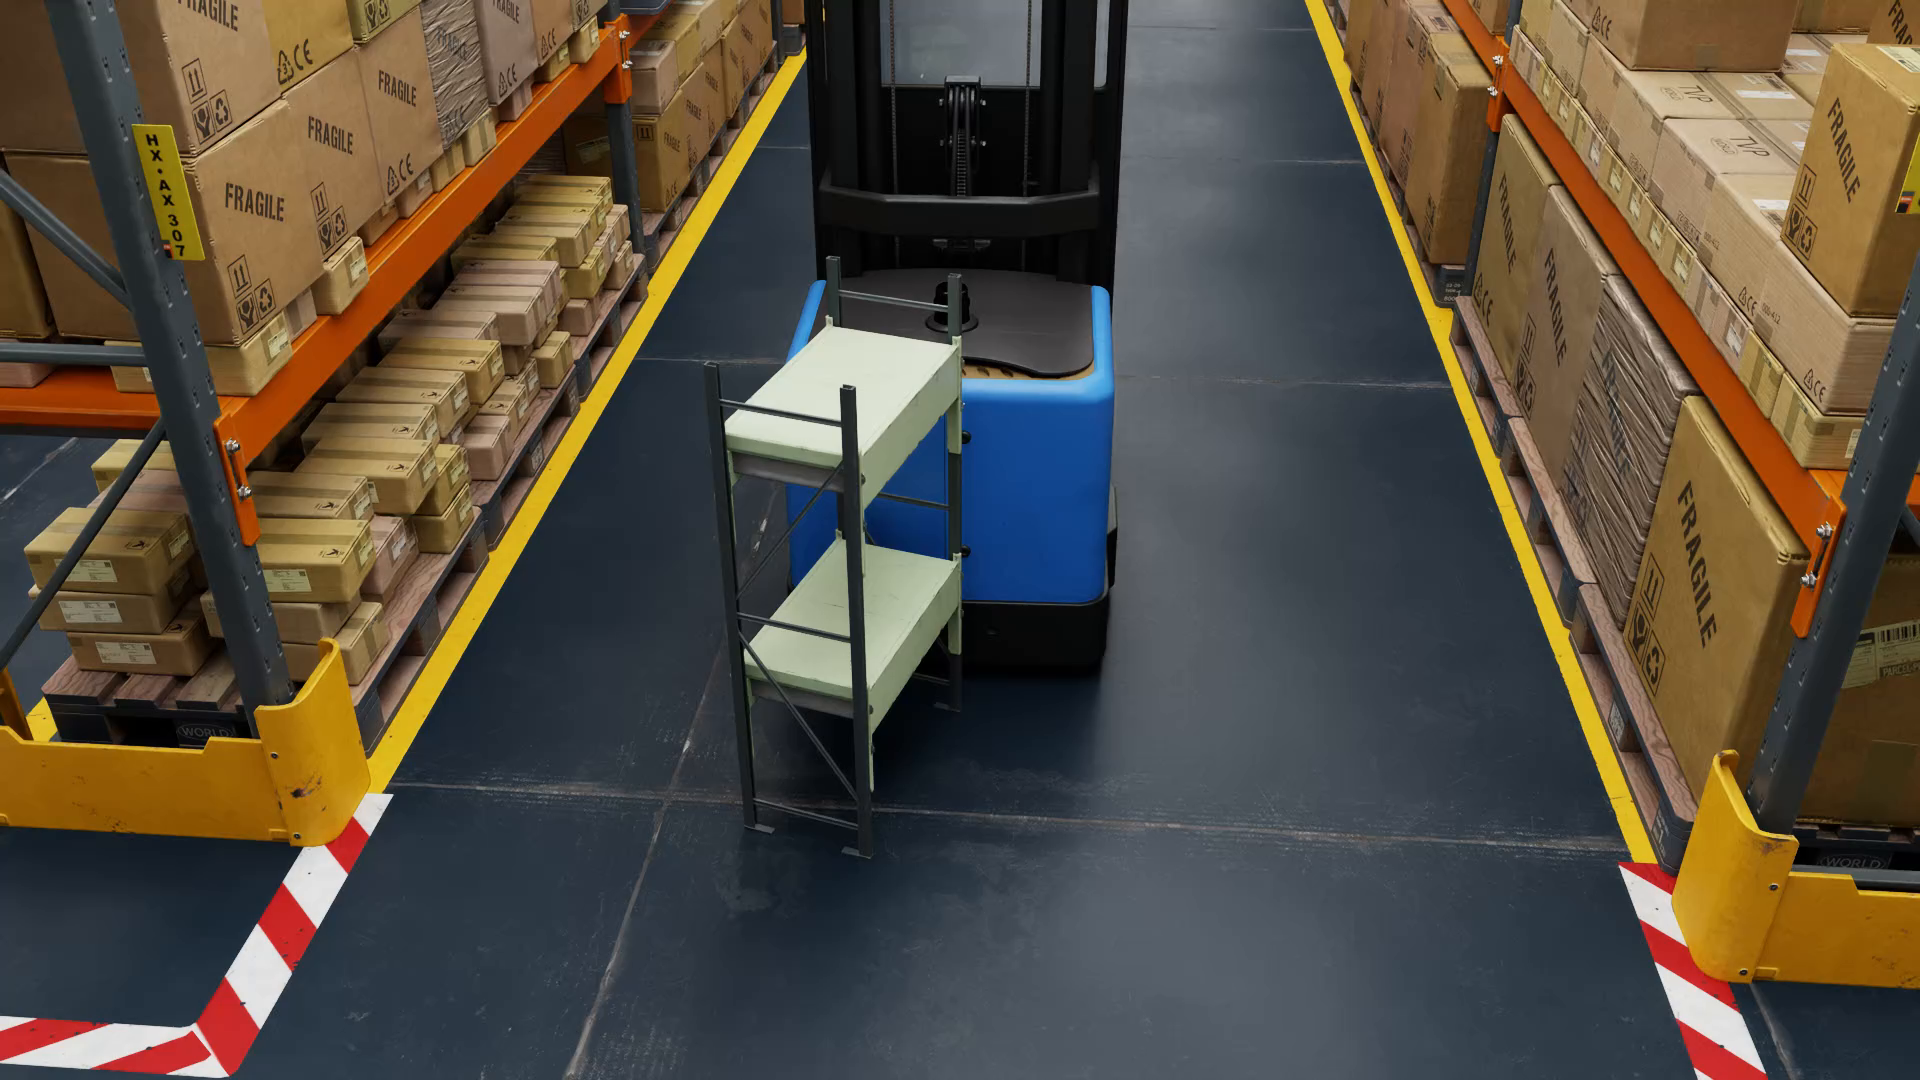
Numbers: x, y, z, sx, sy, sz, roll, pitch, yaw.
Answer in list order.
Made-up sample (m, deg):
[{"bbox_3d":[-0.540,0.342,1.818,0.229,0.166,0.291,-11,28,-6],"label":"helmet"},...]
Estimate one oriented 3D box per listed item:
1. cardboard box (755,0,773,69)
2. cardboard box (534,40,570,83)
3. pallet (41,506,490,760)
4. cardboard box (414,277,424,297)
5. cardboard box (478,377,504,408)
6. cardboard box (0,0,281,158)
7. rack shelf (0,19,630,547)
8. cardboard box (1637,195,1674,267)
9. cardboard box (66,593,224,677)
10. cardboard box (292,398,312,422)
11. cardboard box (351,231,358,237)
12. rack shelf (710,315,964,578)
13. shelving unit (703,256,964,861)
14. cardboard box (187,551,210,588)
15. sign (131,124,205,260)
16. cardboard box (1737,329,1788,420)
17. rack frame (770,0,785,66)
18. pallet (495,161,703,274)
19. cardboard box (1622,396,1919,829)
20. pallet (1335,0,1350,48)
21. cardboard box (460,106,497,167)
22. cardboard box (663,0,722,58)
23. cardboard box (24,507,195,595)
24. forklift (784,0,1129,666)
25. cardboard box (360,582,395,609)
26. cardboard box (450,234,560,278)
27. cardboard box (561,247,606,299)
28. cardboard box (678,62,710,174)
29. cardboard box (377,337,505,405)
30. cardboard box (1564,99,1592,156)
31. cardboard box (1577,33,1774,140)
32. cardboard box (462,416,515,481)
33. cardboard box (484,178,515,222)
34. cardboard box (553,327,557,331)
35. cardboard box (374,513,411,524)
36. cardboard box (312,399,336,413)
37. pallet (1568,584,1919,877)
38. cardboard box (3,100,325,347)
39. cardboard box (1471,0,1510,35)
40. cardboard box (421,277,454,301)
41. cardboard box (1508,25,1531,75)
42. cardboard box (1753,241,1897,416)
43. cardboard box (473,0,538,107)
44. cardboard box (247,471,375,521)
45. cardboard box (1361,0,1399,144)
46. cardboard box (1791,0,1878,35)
[{"bbox_3d":[-1.529,-3.404,10.896,0.500,0.500,0.500,2,32,4],"label":"cardboard box"},{"bbox_3d":[-1.845,-2.010,6.892,0.380,0.149,0.250,4,32,6],"label":"cardboard box"},{"bbox_3d":[-2.280,0.263,5.622,1.003,0.211,1.213,2,32,4],"label":"pallet"},{"bbox_3d":[-2.450,-1.057,6.856,0.380,0.149,0.250,3,32,5],"label":"cardboard box"},{"bbox_3d":[-2.010,-0.645,6.472,0.380,0.149,0.250,4,32,6],"label":"cardboard box"},{"bbox_3d":[-2.086,-1.280,4.135,0.500,0.500,0.500,2,32,4],"label":"cardboard box"},{"bbox_3d":[-2.224,-1.201,6.025,1.077,0.370,4.000,2,32,4],"label":"rack shelf"},{"bbox_3d":[2.351,-0.960,5.188,0.380,0.149,0.250,3,32,4],"label":"cardboard box"},{"bbox_3d":[-2.552,0.289,5.238,0.380,0.149,0.250,3,32,5],"label":"cardboard box"},{"bbox_3d":[-2.574,-0.513,5.973,0.380,0.149,0.250,4,32,6],"label":"cardboard box"},{"bbox_3d":[-2.095,-0.924,5.130,0.380,0.149,0.250,4,32,6],"label":"cardboard box"},{"bbox_3d":[-0.313,-0.274,4.522,0.431,0.370,0.720,11,33,17],"label":"rack shelf"},{"bbox_3d":[-0.313,0.058,4.727,0.431,1.500,0.755,11,33,17],"label":"shelving unit"},{"bbox_3d":[-2.554,0.024,5.385,0.380,0.149,0.250,2,32,3],"label":"cardboard box"},{"bbox_3d":[-1.846,-0.807,3.875,0.100,0.325,0.005,2,32,4],"label":"sign"},{"bbox_3d":[2.268,-0.426,4.321,0.380,0.149,0.250,3,32,4],"label":"cardboard box"},{"bbox_3d":[-1.736,-4.644,10.927,1.000,3.000,0.127,2,32,4],"label":"rack frame"},{"bbox_3d":[-2.000,-1.773,8.926,1.003,0.211,1.213,2,32,4],"label":"pallet"},{"bbox_3d":[2.520,0.191,4.706,0.875,0.875,0.875,2,32,4],"label":"cardboard box"},{"bbox_3d":[3.264,-3.601,11.892,1.003,0.211,1.213,2,32,4],"label":"pallet"},{"bbox_3d":[-1.907,-1.466,6.009,0.380,0.149,0.250,3,32,5],"label":"cardboard box"},{"bbox_3d":[-1.651,-2.907,9.375,0.500,0.250,0.500,4,32,6],"label":"cardboard box"},{"bbox_3d":[-2.597,0.033,5.088,0.380,0.149,0.250,3,32,5],"label":"cardboard box"},{"bbox_3d":[0.034,-1.578,6.017,1.130,2.935,3.031,2,32,3],"label":"forklift"},{"bbox_3d":[-2.086,0.173,5.427,0.380,0.149,0.250,2,32,4],"label":"cardboard box"},{"bbox_3d":[-1.924,-1.176,7.049,0.380,0.149,0.250,3,32,6],"label":"cardboard box"},{"bbox_3d":[-1.784,-1.183,7.345,0.380,0.149,0.250,1,32,2],"label":"cardboard box"},{"bbox_3d":[-1.696,-2.319,9.137,0.500,0.500,0.500,4,32,6],"label":"cardboard box"},{"bbox_3d":[-1.919,-0.628,6.160,0.380,0.149,0.250,3,32,5],"label":"cardboard box"},{"bbox_3d":[2.436,-1.494,6.055,0.380,0.149,0.250,2,32,3],"label":"cardboard box"},{"bbox_3d":[2.492,-1.586,5.823,0.500,0.250,0.500,3,32,5],"label":"cardboard box"},{"bbox_3d":[-1.910,-0.350,6.276,0.380,0.149,0.250,1,32,2],"label":"cardboard box"},{"bbox_3d":[-2.296,-1.600,7.737,0.380,0.149,0.250,4,32,6],"label":"cardboard box"},{"bbox_3d":[-1.958,-0.893,7.156,0.380,0.149,0.250,2,32,3],"label":"cardboard box"},{"bbox_3d":[-2.078,-0.089,5.568,0.380,0.149,0.250,3,32,5],"label":"cardboard box"},{"bbox_3d":[-2.520,-0.518,6.264,0.380,0.149,0.250,4,32,6],"label":"cardboard box"},{"bbox_3d":[2.535,0.569,5.125,1.003,0.211,1.213,2,32,4],"label":"pallet"},{"bbox_3d":[-2.075,-0.853,4.397,0.500,0.500,0.500,4,32,6],"label":"cardboard box"},{"bbox_3d":[2.640,-2.587,7.493,0.500,0.500,0.500,3,32,4],"label":"cardboard box"},{"bbox_3d":[-2.350,-1.063,7.149,0.380,0.149,0.250,1,32,1],"label":"cardboard box"},{"bbox_3d":[2.518,-2.041,6.942,0.380,0.149,0.250,3,32,4],"label":"cardboard box"},{"bbox_3d":[2.323,-0.524,4.101,0.500,0.250,0.500,2,32,3],"label":"cardboard box"},{"bbox_3d":[-1.905,-1.926,6.137,0.500,0.500,0.500,2,32,4],"label":"cardboard box"},{"bbox_3d":[-2.103,-0.088,5.284,0.380,0.149,0.250,3,32,5],"label":"cardboard box"},{"bbox_3d":[3.042,-2.828,9.605,1.225,0.875,0.875,3,32,4],"label":"cardboard box"},{"bbox_3d":[3.058,-2.157,6.035,0.500,0.500,0.500,3,32,4],"label":"cardboard box"}]
